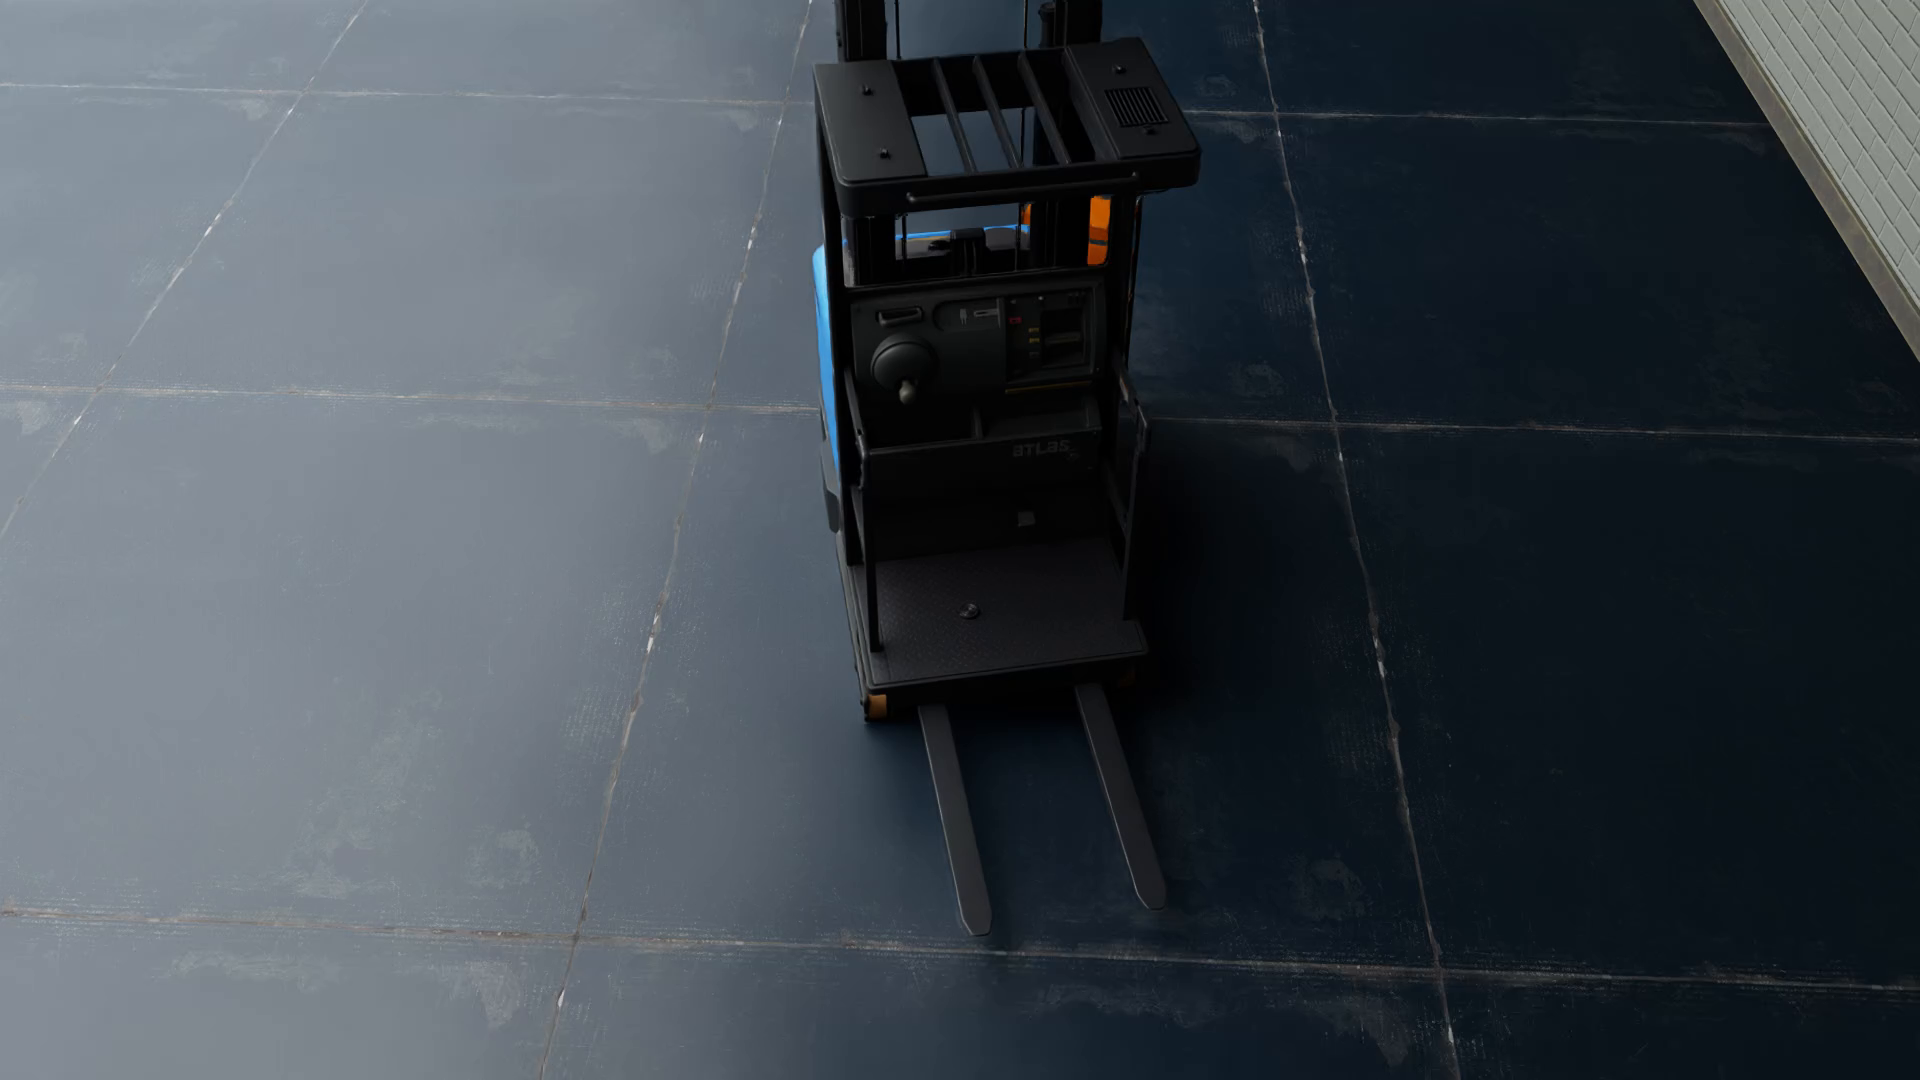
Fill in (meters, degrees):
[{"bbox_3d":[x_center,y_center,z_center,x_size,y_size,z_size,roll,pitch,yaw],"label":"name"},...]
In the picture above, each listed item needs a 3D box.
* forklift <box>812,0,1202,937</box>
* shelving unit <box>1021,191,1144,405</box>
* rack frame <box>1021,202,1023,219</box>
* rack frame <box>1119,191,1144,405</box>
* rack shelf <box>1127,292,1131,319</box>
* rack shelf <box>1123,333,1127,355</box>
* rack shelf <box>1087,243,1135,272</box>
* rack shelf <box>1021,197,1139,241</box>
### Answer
[{"bbox_3d":[0.112,-0.634,5.866,1.130,2.935,3.031,-7,43,-7],"label":"forklift"},{"bbox_3d":[0.529,-1.120,7.651,0.503,1.200,0.258,14,43,14],"label":"shelving unit"},{"bbox_3d":[0.299,-1.177,7.711,0.015,1.200,0.240,14,43,14],"label":"rack frame"},{"bbox_3d":[0.758,-1.063,7.590,0.015,1.200,0.240,14,43,14],"label":"rack frame"},{"bbox_3d":[0.528,-1.069,7.695,0.480,0.148,0.258,14,43,14],"label":"rack shelf"},{"bbox_3d":[0.526,-0.920,7.826,0.480,0.148,0.258,14,43,14],"label":"rack shelf"},{"bbox_3d":[0.531,-1.238,7.548,0.480,0.148,0.258,14,43,14],"label":"rack shelf"},{"bbox_3d":[0.533,-1.416,7.392,0.480,0.148,0.258,14,43,14],"label":"rack shelf"}]
